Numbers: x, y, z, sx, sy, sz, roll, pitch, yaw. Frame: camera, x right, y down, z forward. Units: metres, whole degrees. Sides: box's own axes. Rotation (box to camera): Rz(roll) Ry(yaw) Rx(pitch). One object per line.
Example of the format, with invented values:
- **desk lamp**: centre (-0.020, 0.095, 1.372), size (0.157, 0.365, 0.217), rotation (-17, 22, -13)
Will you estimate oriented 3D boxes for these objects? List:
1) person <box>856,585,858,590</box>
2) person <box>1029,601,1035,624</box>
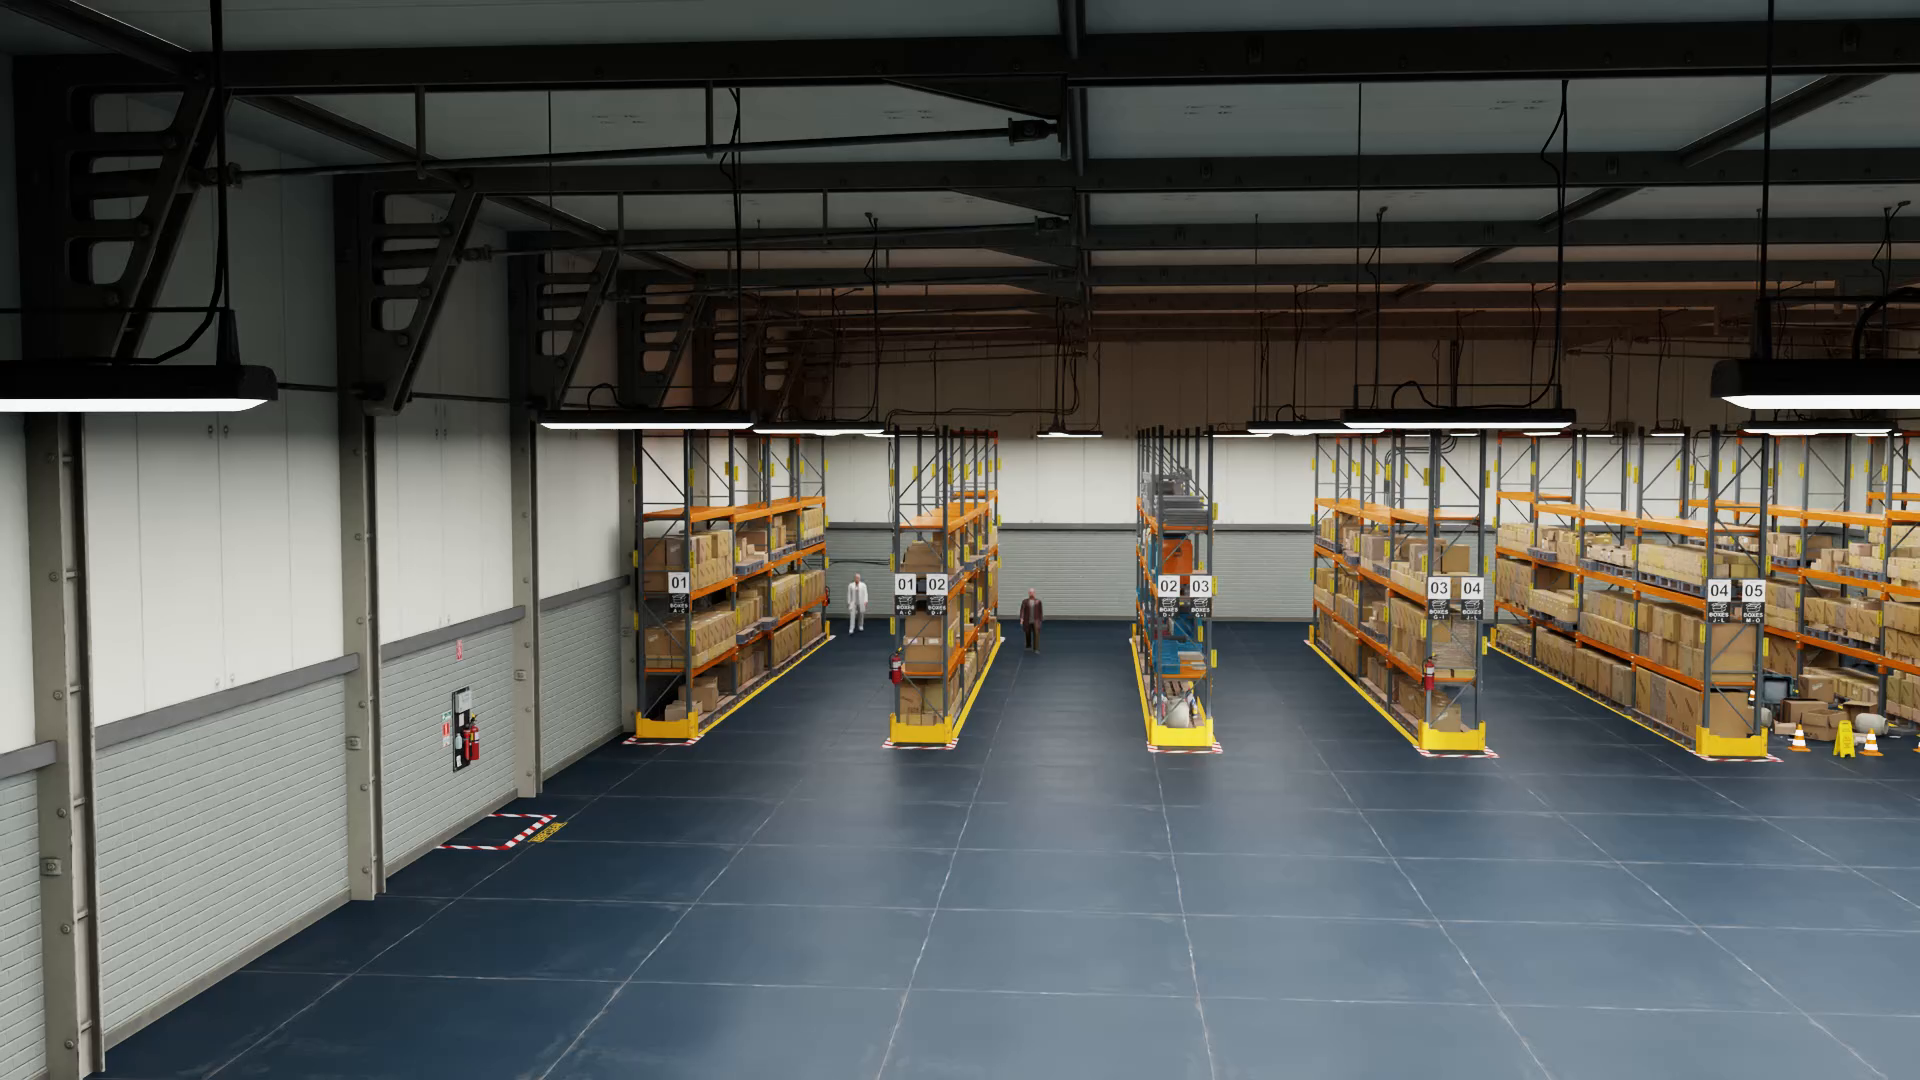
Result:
- **person**: centre (-3.056, 1.418, 49.254), size (0.077, 0.140, 0.091), rotation (0, 3, 0)
- **person**: centre (1.919, 1.899, 44.379), size (0.555, 0.659, 0.309), rotation (0, 3, 0)
